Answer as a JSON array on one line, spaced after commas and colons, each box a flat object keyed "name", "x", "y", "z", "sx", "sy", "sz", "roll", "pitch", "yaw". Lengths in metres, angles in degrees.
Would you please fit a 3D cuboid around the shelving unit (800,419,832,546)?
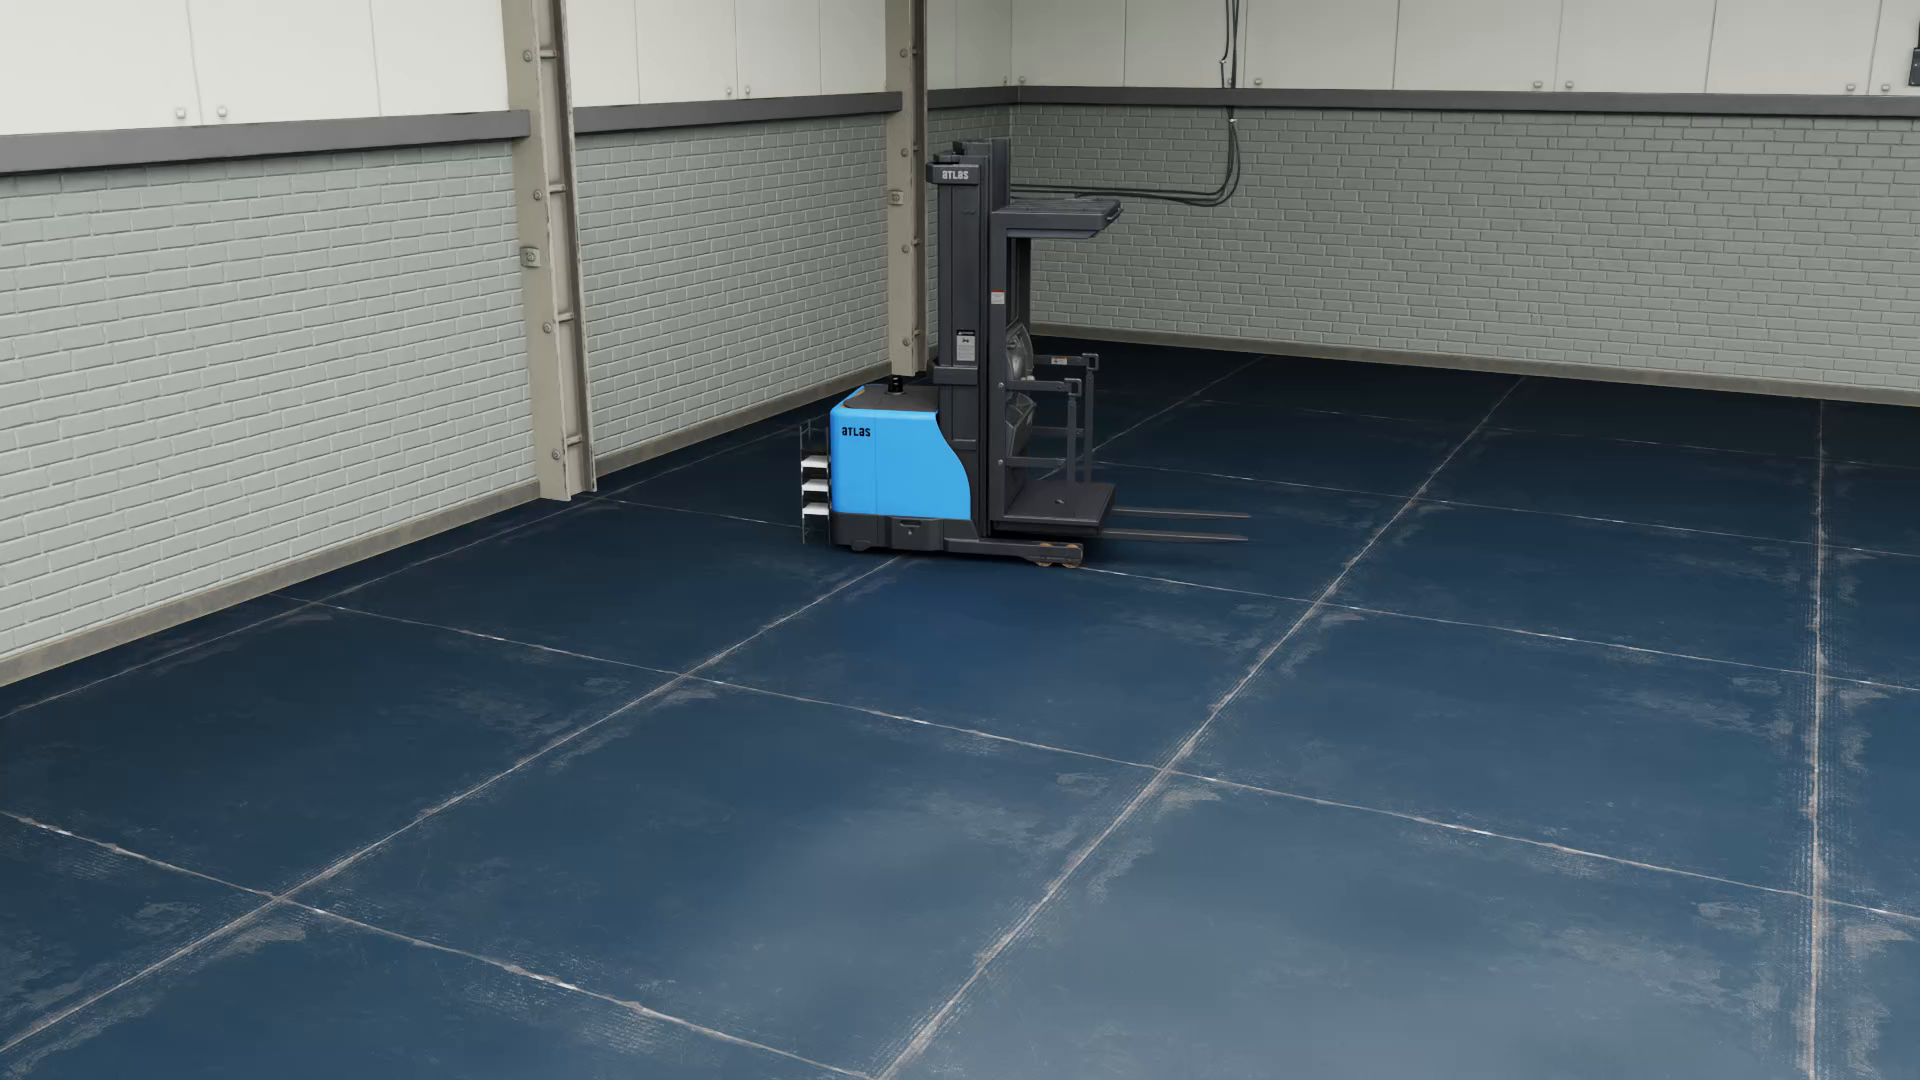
[{"name": "shelving unit", "x": -1.046, "y": -0.429, "z": 12.388, "sx": 0.210, "sy": 0.900, "sz": 0.258, "roll": 3, "pitch": 17, "yaw": 11}]

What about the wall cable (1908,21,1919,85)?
[{"name": "wall cable", "x": 10.405, "y": -7.229, "z": 15.084, "sx": 2.305, "sy": 6.003, "sz": 0.169, "roll": 8, "pitch": 18, "yaw": 25}]

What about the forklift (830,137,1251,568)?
[{"name": "forklift", "x": 0.617, "y": -1.370, "z": 11.988, "sx": 3.031, "sy": 2.935, "sz": 1.130, "roll": 3, "pitch": 17, "yaw": 11}]

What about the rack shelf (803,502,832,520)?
[{"name": "rack shelf", "x": -1.046, "y": -0.224, "z": 12.449, "sx": 0.200, "sy": 0.077, "sz": 0.258, "roll": 3, "pitch": 17, "yaw": 11}]

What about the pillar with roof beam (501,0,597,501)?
[{"name": "pillar with roof beam", "x": 0.590, "y": -4.152, "z": 10.699, "sx": 9.100, "sy": 9.000, "sz": 0.400, "roll": 8, "pitch": 18, "yaw": 25}]

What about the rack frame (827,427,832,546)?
[{"name": "rack frame", "x": -0.946, "y": -0.423, "z": 12.368, "sx": 0.006, "sy": 0.900, "sz": 0.240, "roll": 3, "pitch": 17, "yaw": 11}]

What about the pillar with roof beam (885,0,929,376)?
[{"name": "pillar with roof beam", "x": 3.271, "y": -5.680, "z": 15.844, "sx": 9.100, "sy": 9.000, "sz": 0.400, "roll": 8, "pitch": 18, "yaw": 25}]

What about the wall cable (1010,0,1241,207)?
[{"name": "wall cable", "x": 1.919, "y": -5.322, "z": 20.090, "sx": 3.097, "sy": 2.526, "sz": 0.112, "roll": 8, "pitch": 18, "yaw": 25}]

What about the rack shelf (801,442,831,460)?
[{"name": "rack shelf", "x": -1.046, "y": -0.656, "z": 12.321, "sx": 0.200, "sy": 0.077, "sz": 0.258, "roll": 3, "pitch": 17, "yaw": 11}]

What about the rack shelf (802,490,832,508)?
[{"name": "rack shelf", "x": -1.046, "y": -0.311, "z": 12.423, "sx": 0.200, "sy": 0.077, "sz": 0.258, "roll": 3, "pitch": 17, "yaw": 11}]

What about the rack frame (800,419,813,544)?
[{"name": "rack frame", "x": -1.145, "y": -0.435, "z": 12.408, "sx": 0.006, "sy": 0.900, "sz": 0.240, "roll": 3, "pitch": 17, "yaw": 11}]

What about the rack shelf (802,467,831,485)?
[{"name": "rack shelf", "x": -1.046, "y": -0.483, "z": 12.372, "sx": 0.200, "sy": 0.077, "sz": 0.258, "roll": 3, "pitch": 17, "yaw": 11}]

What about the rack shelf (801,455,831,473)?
[{"name": "rack shelf", "x": -1.046, "y": -0.570, "z": 12.346, "sx": 0.200, "sy": 0.077, "sz": 0.258, "roll": 3, "pitch": 17, "yaw": 11}]

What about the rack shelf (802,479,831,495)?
[{"name": "rack shelf", "x": -1.046, "y": -0.397, "z": 12.398, "sx": 0.200, "sy": 0.077, "sz": 0.258, "roll": 3, "pitch": 17, "yaw": 11}]
